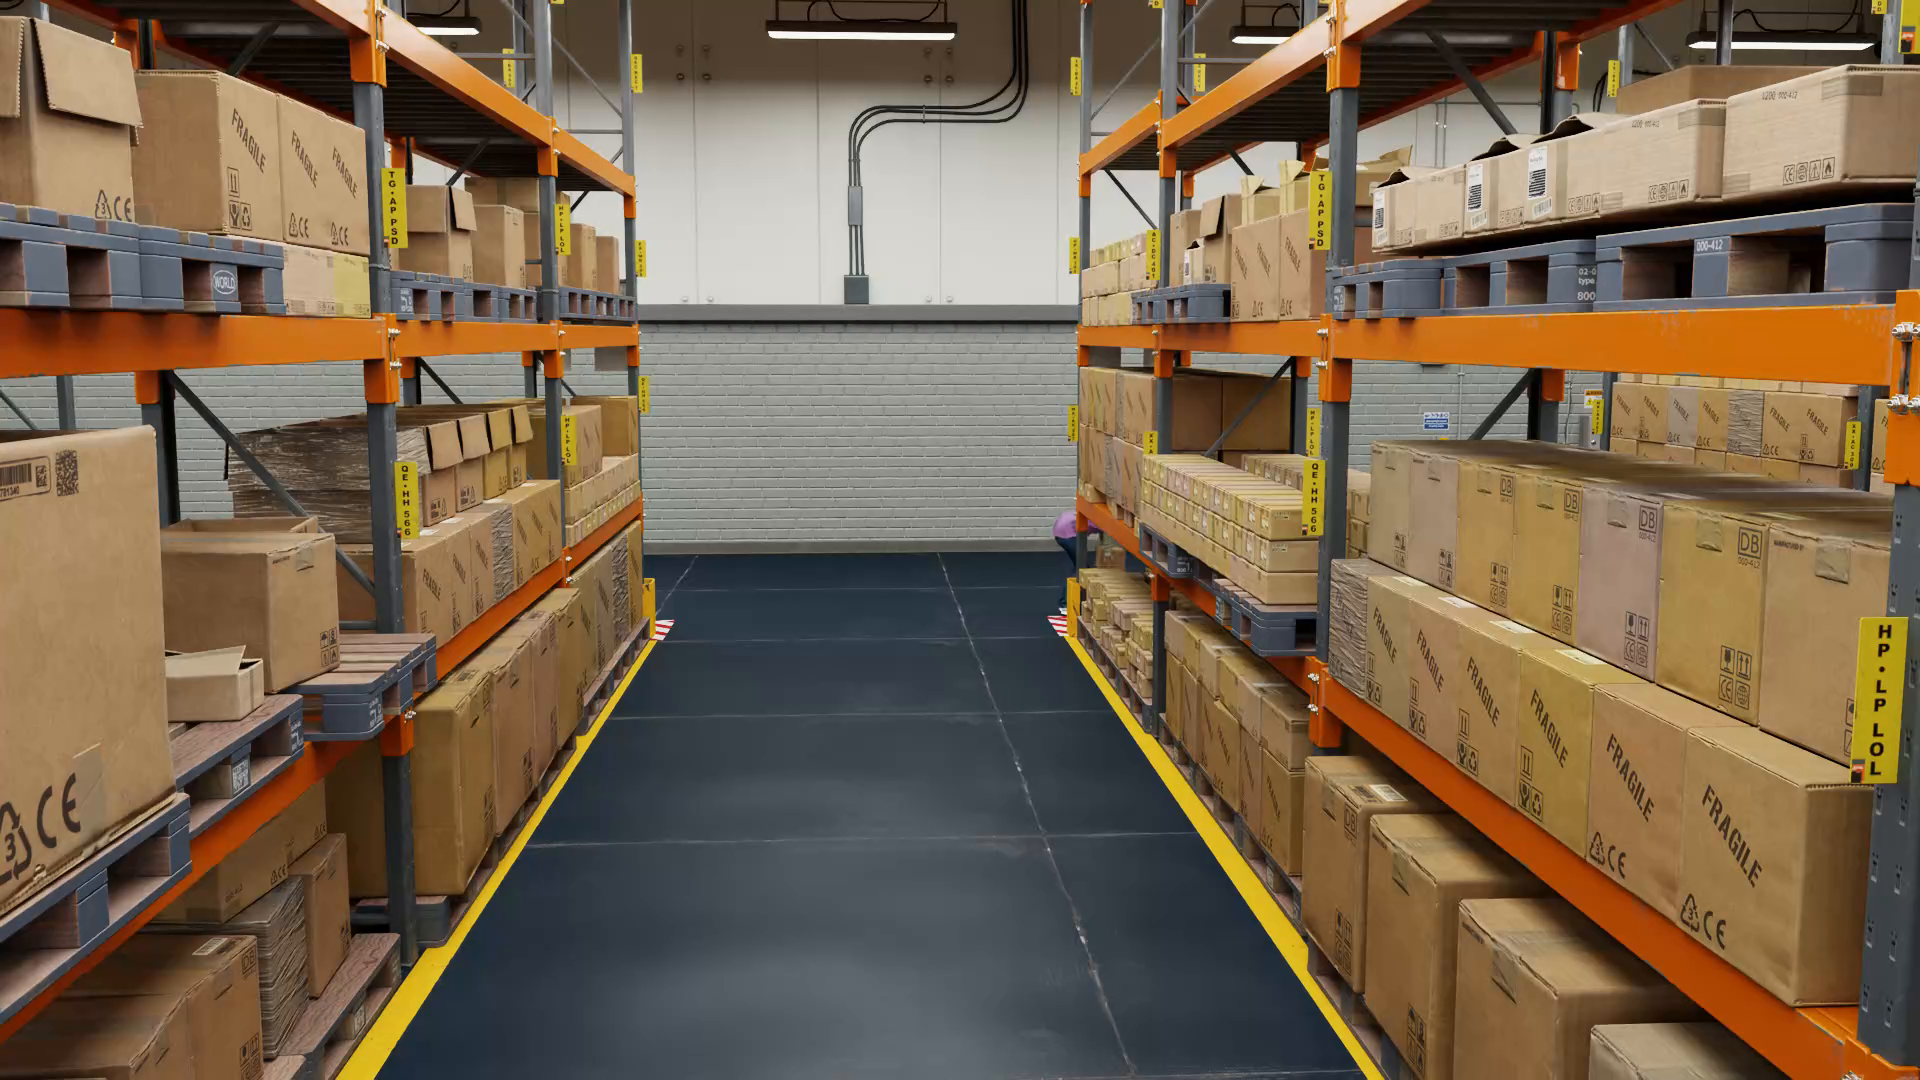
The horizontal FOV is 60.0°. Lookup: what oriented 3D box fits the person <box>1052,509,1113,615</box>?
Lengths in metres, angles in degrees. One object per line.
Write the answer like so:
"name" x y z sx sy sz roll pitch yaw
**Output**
"person" 1.324 0.168 16.335 0.848 1.136 0.385 0 7 -2
